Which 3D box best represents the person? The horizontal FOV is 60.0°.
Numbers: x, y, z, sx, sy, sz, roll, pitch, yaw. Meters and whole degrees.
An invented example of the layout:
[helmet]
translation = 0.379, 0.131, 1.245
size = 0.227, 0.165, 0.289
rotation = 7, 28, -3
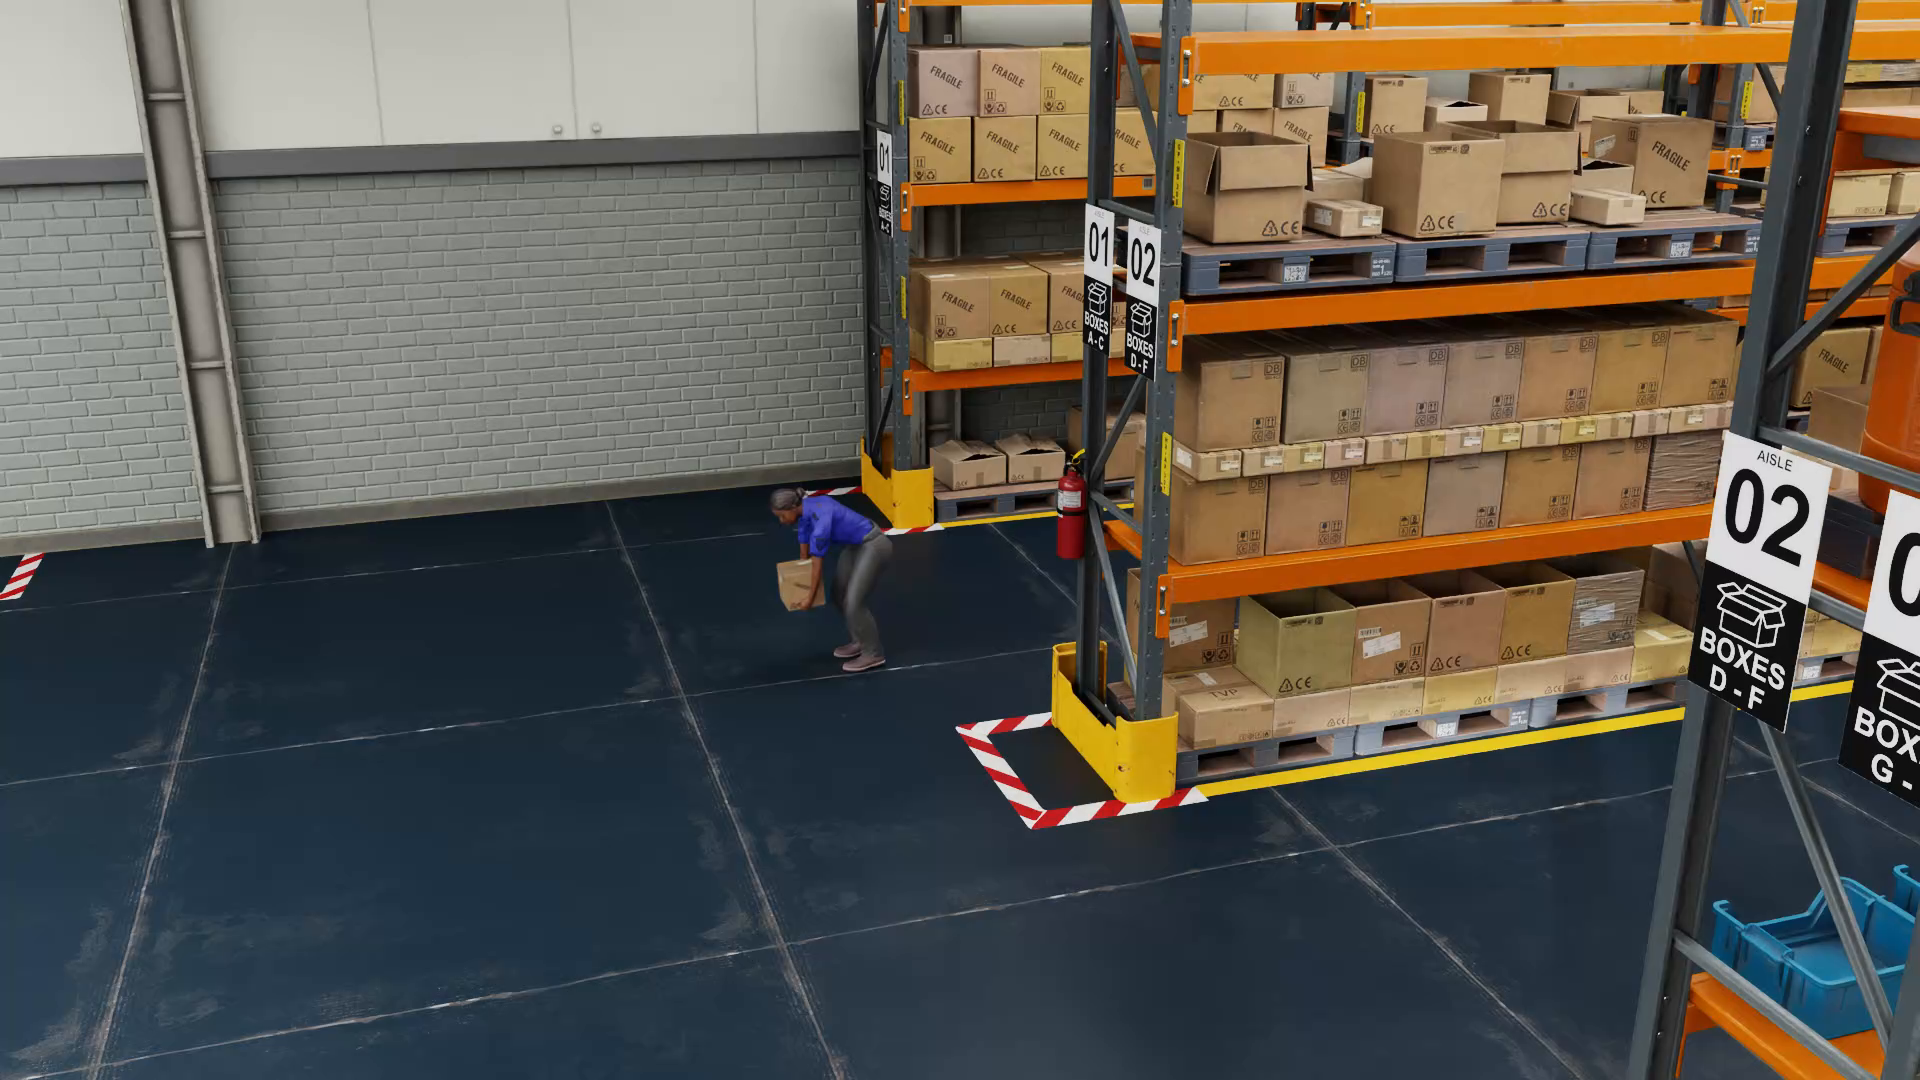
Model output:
[person]
translation = -0.845, 0.235, 10.987
size = 0.803, 1.280, 0.420
rotation = -7, 21, -19
